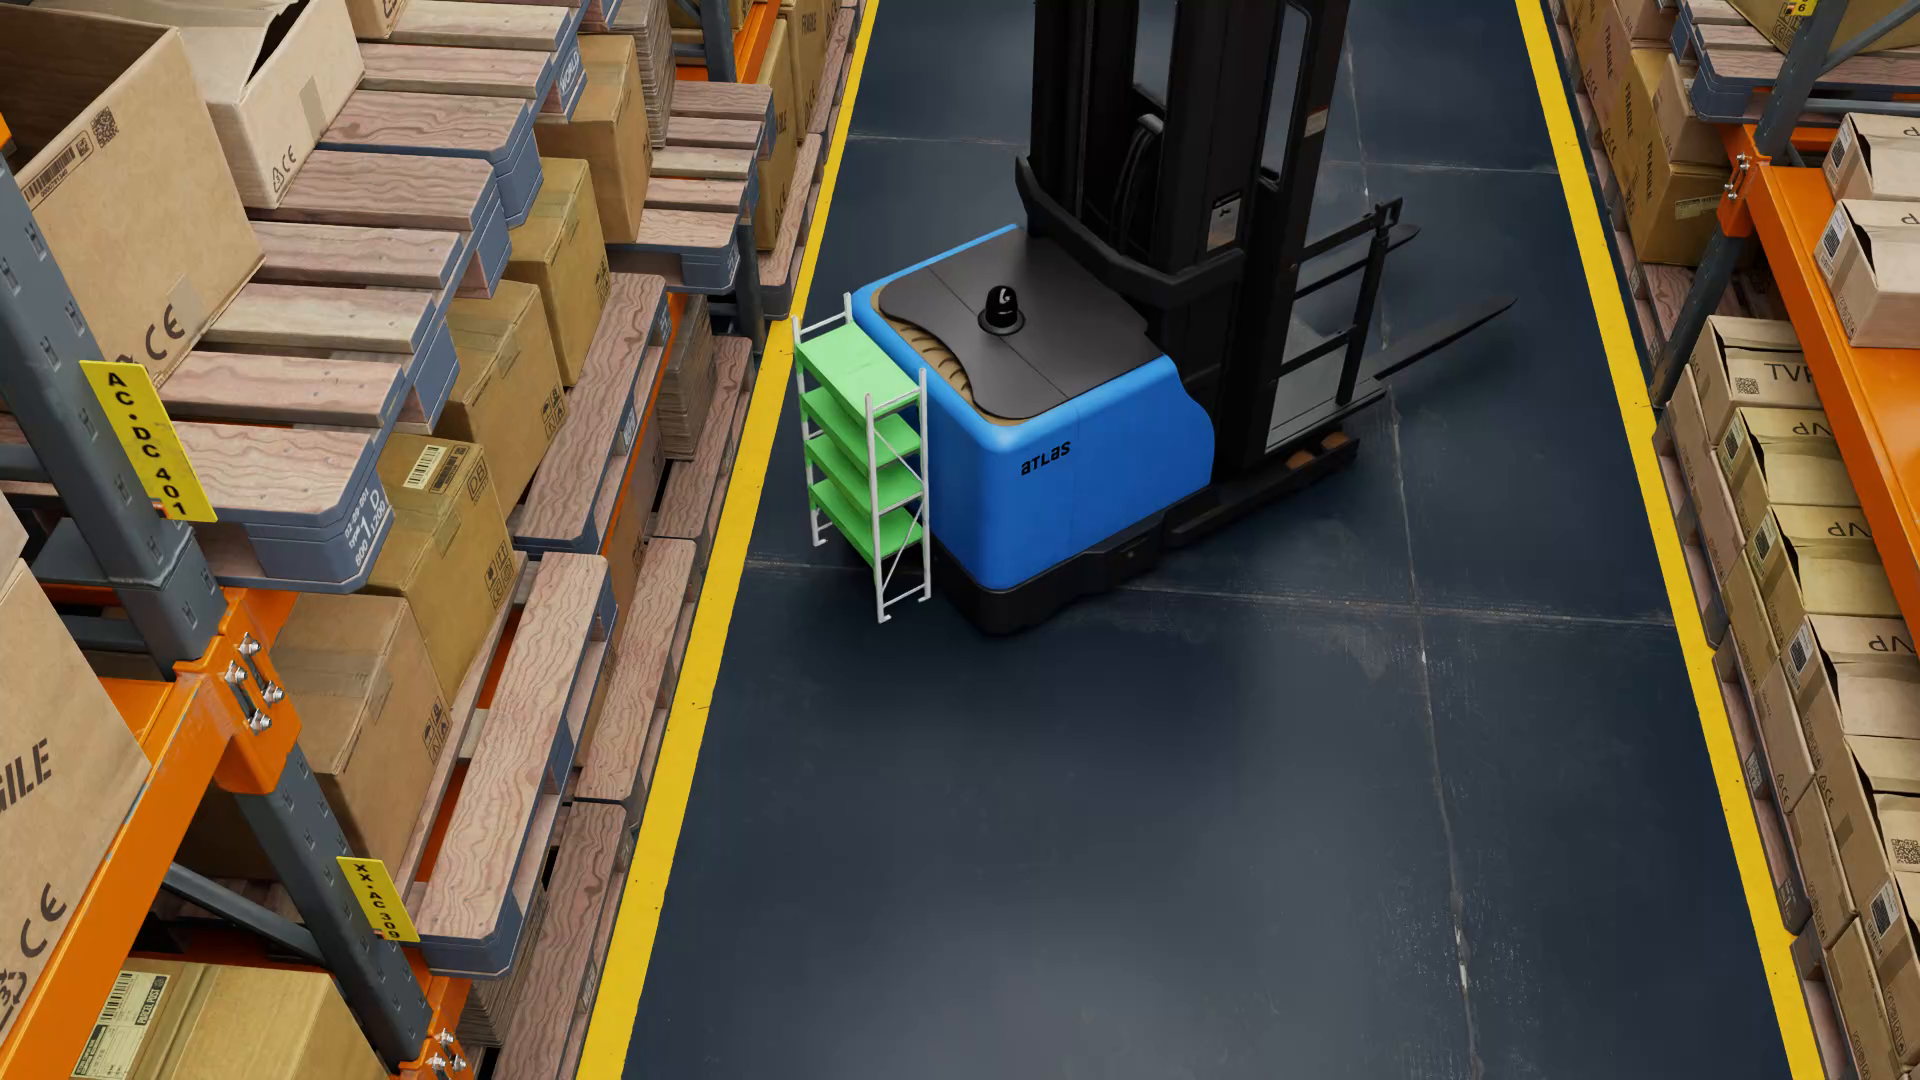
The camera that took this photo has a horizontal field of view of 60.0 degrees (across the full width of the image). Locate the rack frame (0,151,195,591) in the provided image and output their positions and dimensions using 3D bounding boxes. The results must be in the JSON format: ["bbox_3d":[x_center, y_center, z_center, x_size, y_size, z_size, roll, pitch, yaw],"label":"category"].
[{"bbox_3d":[-1.755,-1.011,1.602,1.000,3.000,0.127,4,48,4],"label":"rack frame"}]

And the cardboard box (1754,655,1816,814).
[{"bbox_3d":[3.070,0.685,5.696,0.500,0.250,0.500,5,48,4],"label":"cardboard box"}]

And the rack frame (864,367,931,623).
[{"bbox_3d":[-0.218,-0.133,6.084,0.240,1.200,0.015,-27,53,-22],"label":"rack frame"}]

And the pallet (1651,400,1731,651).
[{"bbox_3d":[3.429,-0.052,6.680,1.003,0.211,1.213,4,48,4],"label":"pallet"}]

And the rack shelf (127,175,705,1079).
[{"bbox_3d":[-1.572,-0.213,5.426,1.077,0.370,4.000,4,48,4],"label":"rack shelf"}]

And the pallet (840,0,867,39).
[{"bbox_3d":[-1.021,-3.352,9.699,1.003,0.211,1.213,4,48,4],"label":"pallet"}]

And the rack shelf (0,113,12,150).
[{"bbox_3d":[-1.572,-2.103,3.360,1.077,0.370,4.000,4,48,4],"label":"rack shelf"}]

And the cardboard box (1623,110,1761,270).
[{"bbox_3d":[3.395,-1.603,7.605,0.500,0.500,0.500,6,48,5],"label":"cardboard box"}]

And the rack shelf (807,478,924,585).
[{"bbox_3d":[-0.356,-0.077,6.445,0.258,0.148,0.480,-27,53,-22],"label":"rack shelf"}]

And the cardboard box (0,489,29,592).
[{"bbox_3d":[-1.530,0.010,1.943,0.500,0.500,0.500,0,48,0],"label":"cardboard box"}]

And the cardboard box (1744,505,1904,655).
[{"bbox_3d":[3.115,0.128,5.825,0.500,0.311,0.500,3,48,2],"label":"cardboard box"}]

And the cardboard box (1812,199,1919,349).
[{"bbox_3d":[3.269,-0.921,5.646,0.500,0.311,0.500,3,48,3],"label":"cardboard box"}]

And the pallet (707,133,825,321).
[{"bbox_3d":[-1.243,-1.559,8.059,1.003,0.211,1.213,4,48,4],"label":"pallet"}]

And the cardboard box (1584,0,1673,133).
[{"bbox_3d":[3.484,-2.369,8.306,0.500,0.500,0.500,2,48,2],"label":"cardboard box"}]

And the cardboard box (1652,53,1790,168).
[{"bbox_3d":[3.396,-1.898,7.367,0.500,0.250,0.500,6,48,5],"label":"cardboard box"}]

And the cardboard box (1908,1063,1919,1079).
[{"bbox_3d":[2.930,1.624,4.456,0.500,0.311,0.500,4,48,4],"label":"cardboard box"}]

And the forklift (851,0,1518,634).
[{"bbox_3d":[1.070,-1.501,6.162,3.031,2.935,1.130,-27,53,-22],"label":"forklift"}]

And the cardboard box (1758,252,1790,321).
[{"bbox_3d":[3.869,-1.215,7.251,0.500,0.500,0.500,6,48,5],"label":"cardboard box"}]

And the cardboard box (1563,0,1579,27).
[{"bbox_3d":[3.584,-3.108,8.981,0.500,0.500,0.500,4,48,4],"label":"cardboard box"}]

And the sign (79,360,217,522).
[{"bbox_3d":[-1.214,-0.142,2.490,0.100,0.325,0.005,4,48,4],"label":"sign"}]

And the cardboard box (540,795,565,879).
[{"bbox_3d":[-1.707,0.784,5.422,0.700,0.500,0.500,3,48,3],"label":"cardboard box"}]

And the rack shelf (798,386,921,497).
[{"bbox_3d":[-0.356,-0.400,6.090,0.258,0.148,0.480,-27,53,-22],"label":"rack shelf"}]

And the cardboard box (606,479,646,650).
[{"bbox_3d":[-1.584,0.040,6.103,0.700,0.500,0.500,4,48,3],"label":"cardboard box"}]

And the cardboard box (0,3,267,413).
[{"bbox_3d":[-1.625,-0.571,2.880,0.500,0.500,0.500,10,48,9],"label":"cardboard box"}]

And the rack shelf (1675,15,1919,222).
[{"bbox_3d":[3.726,-2.822,7.812,1.077,0.370,4.000,4,48,4],"label":"rack shelf"}]

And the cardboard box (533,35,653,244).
[{"bbox_3d":[-1.447,-1.349,5.611,0.700,0.500,0.500,0,48,0],"label":"cardboard box"}]

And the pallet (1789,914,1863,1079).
[{"bbox_3d":[3.207,1.741,5.040,1.003,0.211,1.213,4,48,4],"label":"pallet"}]

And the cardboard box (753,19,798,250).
[{"bbox_3d":[-1.192,-1.873,7.629,0.750,0.750,0.750,3,48,3],"label":"cardboard box"}]

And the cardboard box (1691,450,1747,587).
[{"bbox_3d":[3.158,-0.074,6.390,0.500,0.250,0.500,3,48,2],"label":"cardboard box"}]

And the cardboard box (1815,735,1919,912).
[{"bbox_3d":[3.019,0.875,5.142,0.500,0.311,0.500,4,48,3],"label":"cardboard box"}]

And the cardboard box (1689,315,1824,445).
[{"bbox_3d":[3.203,-0.633,6.521,0.500,0.311,0.500,5,48,5],"label":"cardboard box"}]

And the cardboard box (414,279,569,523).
[{"bbox_3d":[-1.587,-0.436,4.776,0.700,0.500,0.500,10,48,9],"label":"cardboard box"}]

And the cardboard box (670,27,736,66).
[{"bbox_3d":[-1.129,-2.074,6.797,0.380,0.149,0.250,3,48,3],"label":"cardboard box"}]

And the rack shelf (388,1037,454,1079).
[{"bbox_3d":[-1.937,2.726,2.737,1.077,0.370,4.000,4,48,4],"label":"rack shelf"}]

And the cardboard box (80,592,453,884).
[{"bbox_3d":[-1.674,0.460,3.957,0.700,0.500,0.500,4,48,4],"label":"cardboard box"}]

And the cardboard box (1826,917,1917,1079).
[{"bbox_3d":[2.976,1.435,5.010,0.500,0.250,0.500,3,48,3],"label":"cardboard box"}]

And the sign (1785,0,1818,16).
[{"bbox_3d":[3.002,-1.989,5.831,0.100,0.325,0.005,4,48,4],"label":"sign"}]

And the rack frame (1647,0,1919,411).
[{"bbox_3d":[3.543,-1.595,6.202,1.000,3.000,0.127,4,48,4],"label":"rack frame"}]

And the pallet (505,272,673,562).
[{"bbox_3d":[-1.530,-0.404,5.242,1.003,0.211,1.213,4,48,4],"label":"pallet"}]

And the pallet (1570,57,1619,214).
[{"bbox_3d":[3.763,-2.094,8.548,1.003,0.211,1.213,4,48,4],"label":"pallet"}]

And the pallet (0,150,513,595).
[{"bbox_3d":[-1.592,-0.382,3.187,1.213,0.211,1.003,4,48,4],"label":"pallet"}]

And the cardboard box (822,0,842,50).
[{"bbox_3d":[-1.033,-3.141,8.789,0.750,0.750,0.750,5,48,5],"label":"cardboard box"}]

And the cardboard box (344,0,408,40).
[{"bbox_3d":[-1.513,-1.477,3.709,0.500,0.500,0.500,2,48,2],"label":"cardboard box"}]

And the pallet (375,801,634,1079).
[{"bbox_3d":[-1.685,1.383,5.368,1.003,0.211,1.213,4,48,4],"label":"pallet"}]

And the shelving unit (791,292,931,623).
[{"bbox_3d":[-0.356,-0.282,6.220,0.258,1.200,0.503,-27,53,-22],"label":"shelving unit"}]

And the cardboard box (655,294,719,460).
[{"bbox_3d":[-1.404,-0.698,6.777,0.700,0.500,0.500,4,48,4],"label":"cardboard box"}]

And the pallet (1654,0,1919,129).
[{"bbox_3d":[3.535,-2.033,6.733,1.213,0.211,1.003,4,48,4],"label":"pallet"}]

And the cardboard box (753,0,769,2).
[{"bbox_3d":[-0.989,-2.448,7.139,0.380,0.149,0.250,5,48,5],"label":"cardboard box"}]
